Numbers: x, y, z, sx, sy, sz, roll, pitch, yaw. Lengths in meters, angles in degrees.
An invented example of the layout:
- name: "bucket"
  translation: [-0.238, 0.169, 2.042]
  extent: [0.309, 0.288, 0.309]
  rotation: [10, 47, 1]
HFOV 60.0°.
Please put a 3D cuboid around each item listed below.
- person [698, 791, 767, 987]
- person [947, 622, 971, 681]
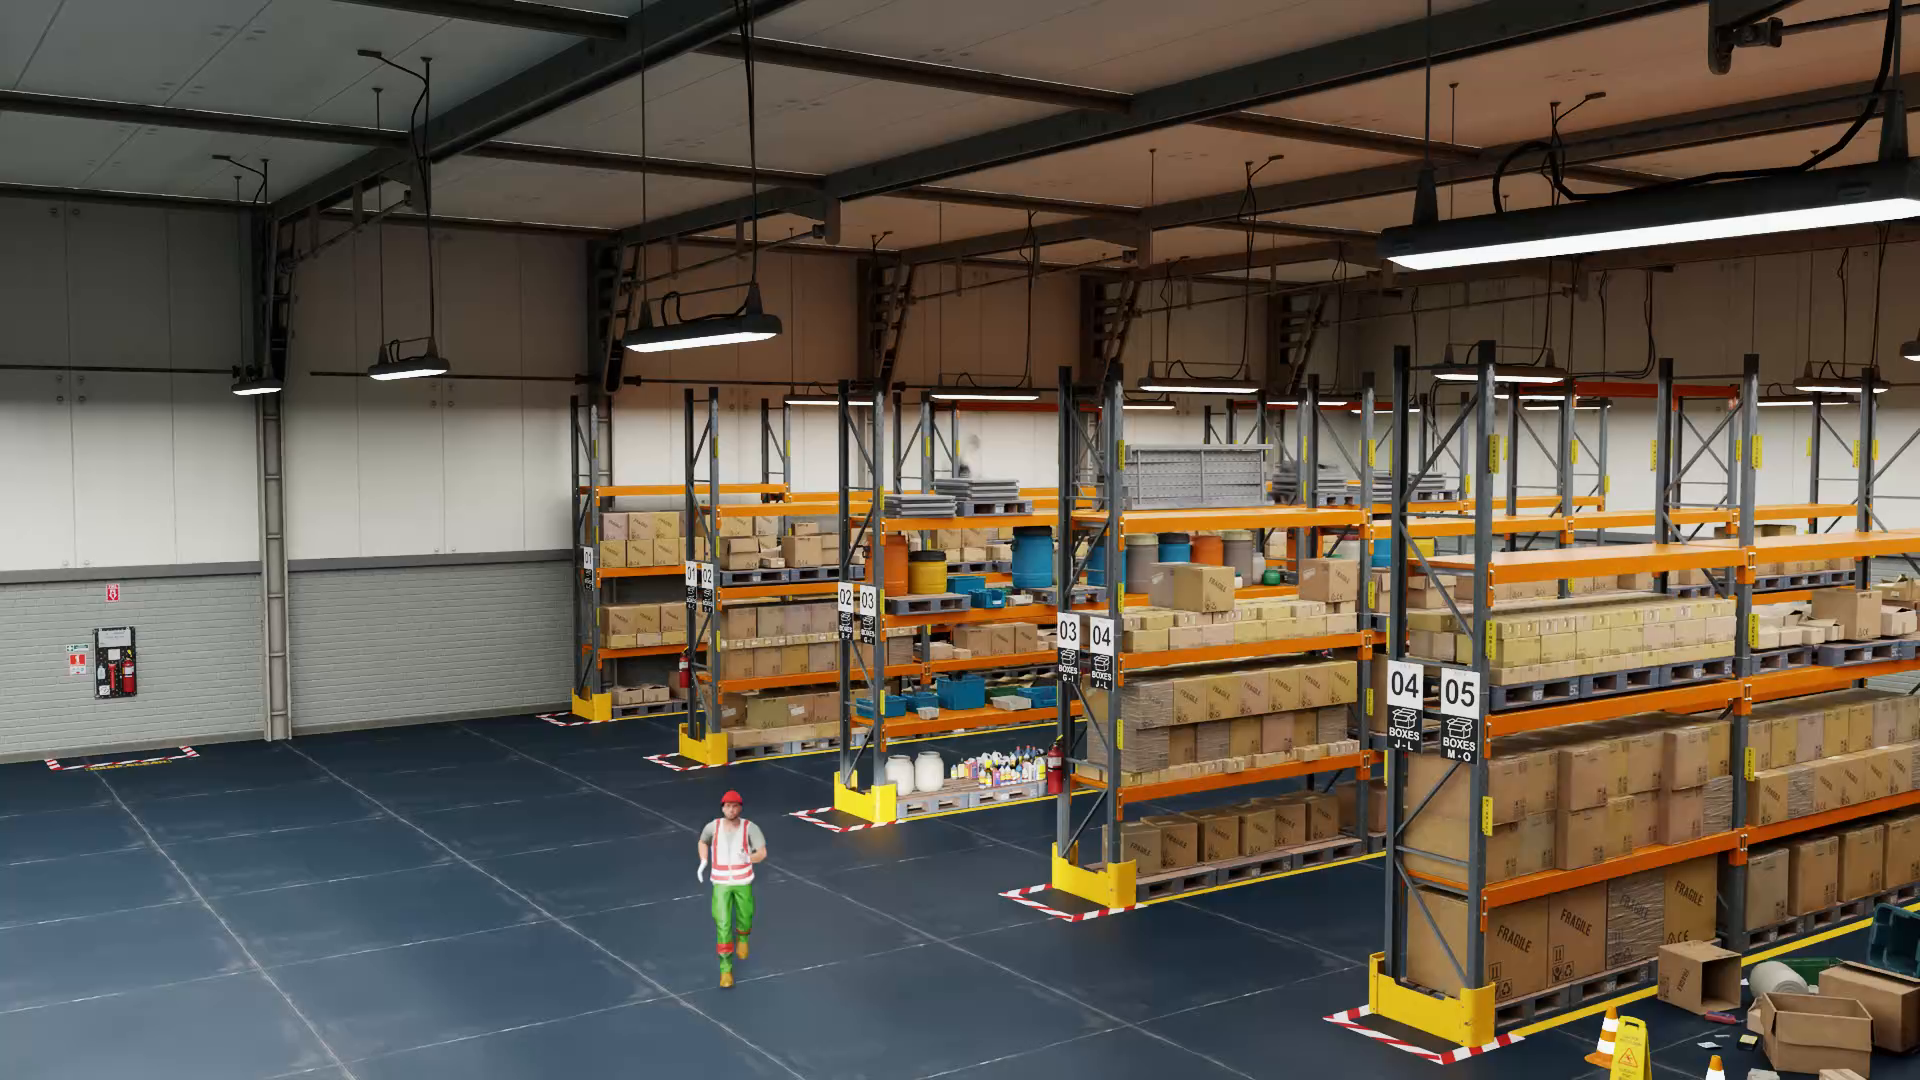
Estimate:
- name: "person"
  translation: [-2.184, 3.285, 15.966]
  extent: [0.661, 1.765, 1.002]
  rotation: [0, 3, -6]
- name: "person"
  translation: [0.016, 2.220, 31.583]
  extent: [0.695, 1.738, 0.572]
  rotation: [-3, 4, -37]
